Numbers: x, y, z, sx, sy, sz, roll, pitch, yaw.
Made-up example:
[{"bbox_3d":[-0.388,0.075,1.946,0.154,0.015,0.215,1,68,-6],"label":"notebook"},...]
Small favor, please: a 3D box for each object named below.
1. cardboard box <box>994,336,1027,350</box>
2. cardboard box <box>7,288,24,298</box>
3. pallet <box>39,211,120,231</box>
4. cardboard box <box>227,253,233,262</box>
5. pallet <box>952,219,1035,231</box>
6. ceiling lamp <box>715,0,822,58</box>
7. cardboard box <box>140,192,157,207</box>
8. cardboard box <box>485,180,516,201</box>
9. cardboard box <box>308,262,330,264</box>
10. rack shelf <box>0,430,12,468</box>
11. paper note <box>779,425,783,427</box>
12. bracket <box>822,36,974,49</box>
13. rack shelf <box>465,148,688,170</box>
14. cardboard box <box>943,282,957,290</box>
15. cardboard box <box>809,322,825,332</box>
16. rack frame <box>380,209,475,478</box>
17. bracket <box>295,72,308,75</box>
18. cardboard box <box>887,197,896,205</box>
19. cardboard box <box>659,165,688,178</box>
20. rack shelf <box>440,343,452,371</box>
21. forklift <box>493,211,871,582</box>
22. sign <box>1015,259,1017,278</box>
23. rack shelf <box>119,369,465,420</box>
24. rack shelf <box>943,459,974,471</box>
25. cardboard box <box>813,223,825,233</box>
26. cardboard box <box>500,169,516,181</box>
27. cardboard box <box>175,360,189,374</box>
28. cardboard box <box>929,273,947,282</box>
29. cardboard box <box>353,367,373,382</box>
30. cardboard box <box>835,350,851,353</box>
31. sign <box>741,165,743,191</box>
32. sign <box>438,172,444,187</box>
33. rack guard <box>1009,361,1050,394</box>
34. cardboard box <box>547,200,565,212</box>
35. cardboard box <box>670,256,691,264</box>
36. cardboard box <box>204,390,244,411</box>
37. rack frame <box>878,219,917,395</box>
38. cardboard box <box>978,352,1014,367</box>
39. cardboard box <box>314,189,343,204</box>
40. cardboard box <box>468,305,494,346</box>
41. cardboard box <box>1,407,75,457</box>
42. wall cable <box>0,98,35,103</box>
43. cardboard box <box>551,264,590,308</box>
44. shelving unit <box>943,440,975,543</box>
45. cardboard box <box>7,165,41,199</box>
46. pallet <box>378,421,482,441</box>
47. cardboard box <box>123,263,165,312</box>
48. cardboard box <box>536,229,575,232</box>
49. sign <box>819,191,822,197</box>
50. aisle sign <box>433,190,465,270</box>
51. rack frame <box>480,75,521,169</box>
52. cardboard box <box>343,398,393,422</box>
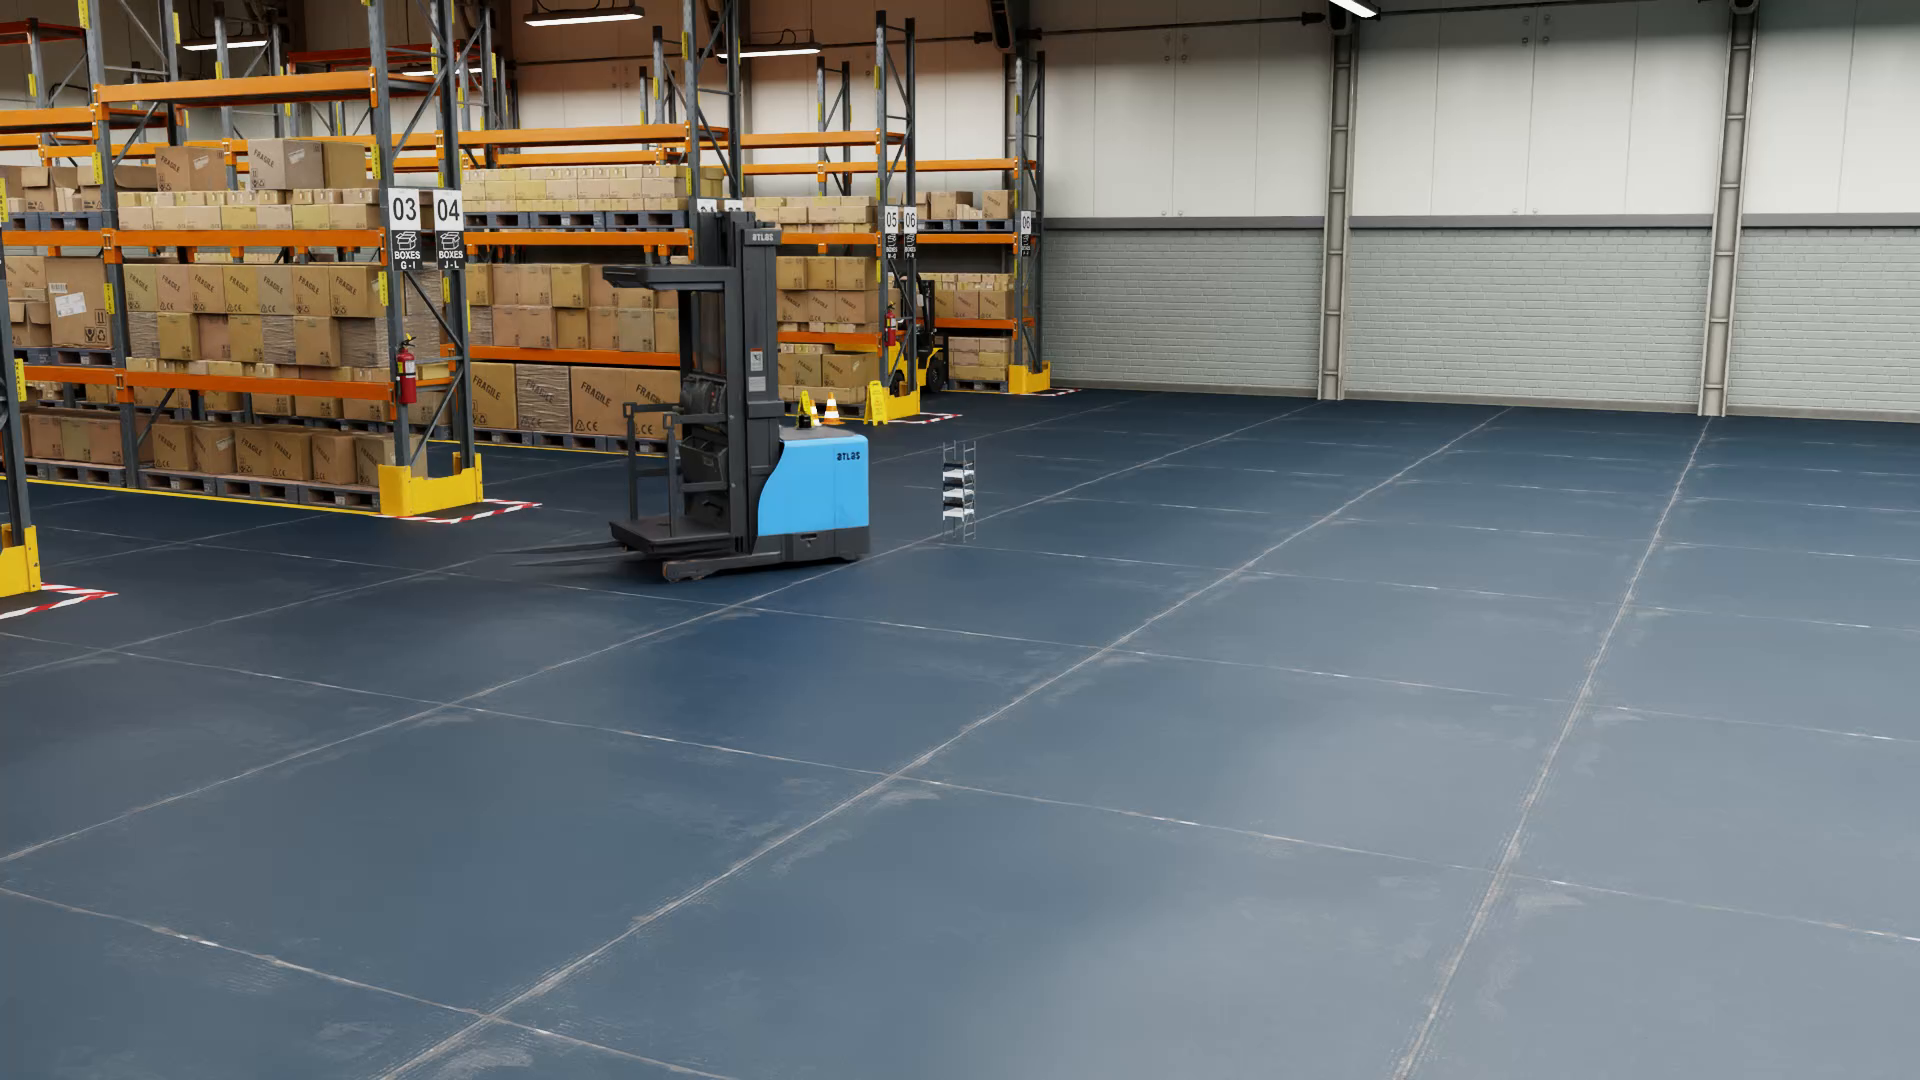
[{"bbox_3d":[0.891,-3.593,30.396,0.500,0.250,0.500,5,11,25],"label":"cardboard box"},{"bbox_3d":[-14.840,-3.763,26.485,0.500,0.500,0.500,5,11,24],"label":"cardboard box"},{"bbox_3d":[-9.434,-3.568,18.629,1.003,0.211,1.213,5,11,26],"label":"pallet"},{"bbox_3d":[-13.479,-5.294,31.148,0.250,0.149,0.380,5,11,26],"label":"cardboard box"},{"bbox_3d":[0.615,-5.672,29.973,1.213,0.211,1.003,5,11,26],"label":"pallet"},{"bbox_3d":[-3.198,-9.957,28.589,2.000,3.185,0.800,5,11,26],"label":"ceiling lamp"},{"bbox_3d":[-8.503,-3.633,17.758,0.250,0.149,0.380,4,11,23],"label":"cardboard box"},{"bbox_3d":[-5.874,-4.585,21.844,0.500,0.250,0.500,5,11,25],"label":"cardboard box"},{"bbox_3d":[-11.449,-4.793,30.201,0.500,0.500,0.500,5,11,26],"label":"cardboard box"},{"bbox_3d":[-9.325,-0.816,13.339,4.000,0.370,1.077,5,11,26],"label":"rack shelf"},{"bbox_3d":[-2.684,-1.682,24.439,0.142,0.019,0.148,1,10,6],"label":"paper note"},{"bbox_3d":[-1.828,-9.281,31.134,4.783,0.066,0.076,5,11,26],"label":"bracket"},{"bbox_3d":[-6.336,-6.261,27.697,4.000,0.370,1.077,5,11,26],"label":"rack shelf"},{"bbox_3d":[-0.123,-4.611,30.183,0.250,0.149,0.380,5,11,24],"label":"cardboard box"},{"bbox_3d":[-2.126,-3.300,25.744,0.250,0.149,0.380,5,12,27],"label":"cardboard box"},{"bbox_3d":[-5.340,-1.804,16.775,0.127,3.000,1.000,5,11,26],"label":"rack frame"},{"bbox_3d":[-14.915,-10.431,37.488,0.430,0.232,0.235,5,11,26],"label":"bracket"},{"bbox_3d":[-1.184,-5.192,25.539,0.250,0.149,0.380,5,11,25],"label":"cardboard box"},{"bbox_3d":[-3.507,-4.561,20.593,0.250,0.149,0.380,5,11,26],"label":"cardboard box"},{"bbox_3d":[-8.435,-2.707,23.784,4.000,0.370,1.077,5,11,26],"label":"rack shelf"},{"bbox_3d":[-2.305,-1.210,13.689,3.031,2.935,1.130,-6,12,-29],"label":"forklift"},{"bbox_3d":[0.985,-4.780,29.305,0.005,0.325,0.100,5,11,26],"label":"sign"},{"bbox_3d":[-7.134,-1.607,17.710,4.000,0.370,1.077,5,11,26],"label":"rack shelf"},{"bbox_3d":[-0.007,-0.676,15.111,0.200,0.077,0.258,5,11,26],"label":"rack shelf"},{"bbox_3d":[-2.057,-4.794,25.578,0.250,0.149,0.380,5,11,26],"label":"cardboard box"},{"bbox_3d":[-5.782,-4.761,21.698,0.250,0.149,0.380,5,11,25],"label":"cardboard box"},{"bbox_3d":[-8.184,-1.875,17.874,0.250,0.149,0.380,5,11,26],"label":"cardboard box"},{"bbox_3d":[-0.366,-4.774,30.246,0.250,0.149,0.380,5,12,27],"label":"cardboard box"},{"bbox_3d":[-5.911,-1.690,16.848,0.250,0.149,0.380,5,11,26],"label":"cardboard box"},{"bbox_3d":[-2.049,-2.759,26.489,0.500,0.500,0.500,5,11,24],"label":"cardboard box"},{"bbox_3d":[-2.804,-4.621,21.243,0.005,0.325,0.100,5,11,26],"label":"sign"},{"bbox_3d":[-6.873,-4.701,22.025,0.005,0.325,0.100,5,11,26],"label":"sign"},{"bbox_3d":[1.259,-2.948,30.114,0.348,0.500,1.175,5,11,26],"label":"rack guard"},{"bbox_3d":[-5.102,-4.309,21.437,0.250,0.149,0.380,5,11,27],"label":"cardboard box"},{"bbox_3d":[-4.244,-4.320,26.754,0.500,0.500,0.700,5,11,25],"label":"cardboard box"},{"bbox_3d":[-10.935,-2.205,24.832,0.500,0.500,0.500,5,11,26],"label":"cardboard box"},{"bbox_3d":[-0.955,-3.387,25.520,0.127,3.000,1.000,5,11,26],"label":"rack frame"},{"bbox_3d":[0.663,-3.268,30.001,0.500,0.250,0.500,5,11,25],"label":"cardboard box"},{"bbox_3d":[-6.202,-3.418,16.570,0.250,0.149,0.380,4,11,23],"label":"cardboard box"},{"bbox_3d":[-6.306,-2.950,22.686,0.550,0.550,0.875,5,11,26],"label":"cardboard box"},{"bbox_3d":[-10.890,-1.286,19.696,0.500,0.500,0.700,6,12,31],"label":"cardboard box"},{"bbox_3d":[-20.194,-8.123,34.842,0.029,3.000,2.355,5,11,26],"label":"wall cable"},{"bbox_3d":[-4.879,-3.344,21.832,0.500,0.550,0.875,5,11,26],"label":"cardboard box"},{"bbox_3d":[-0.007,-0.443,15.154,0.210,0.900,0.258,5,11,26],"label":"shelving unit"},{"bbox_3d":[-11.074,-4.128,19.508,0.500,0.500,0.500,5,12,27],"label":"cardboard box"},{"bbox_3d":[-7.367,-1.580,23.367,1.213,0.211,1.003,5,11,26],"label":"pallet"},{"bbox_3d":[-8.636,-2.731,17.972,0.500,0.500,0.500,5,11,26],"label":"cardboard box"},{"bbox_3d":[-6.749,-5.428,28.088,0.637,0.503,0.797,5,11,26],"label":"cardboard box"},{"bbox_3d":[-2.581,-6.293,30.819,0.005,0.325,0.100,5,11,26],"label":"sign"},{"bbox_3d":[-5.152,-3.126,16.781,0.004,0.787,0.394,5,11,26],"label":"aisle sign"},{"bbox_3d":[-9.524,-8.077,34.592,0.127,3.000,1.000,5,11,26],"label":"rack frame"},{"bbox_3d":[-8.102,-2.114,23.626,0.750,0.750,1.050,5,11,26],"label":"cardboard box"}]
